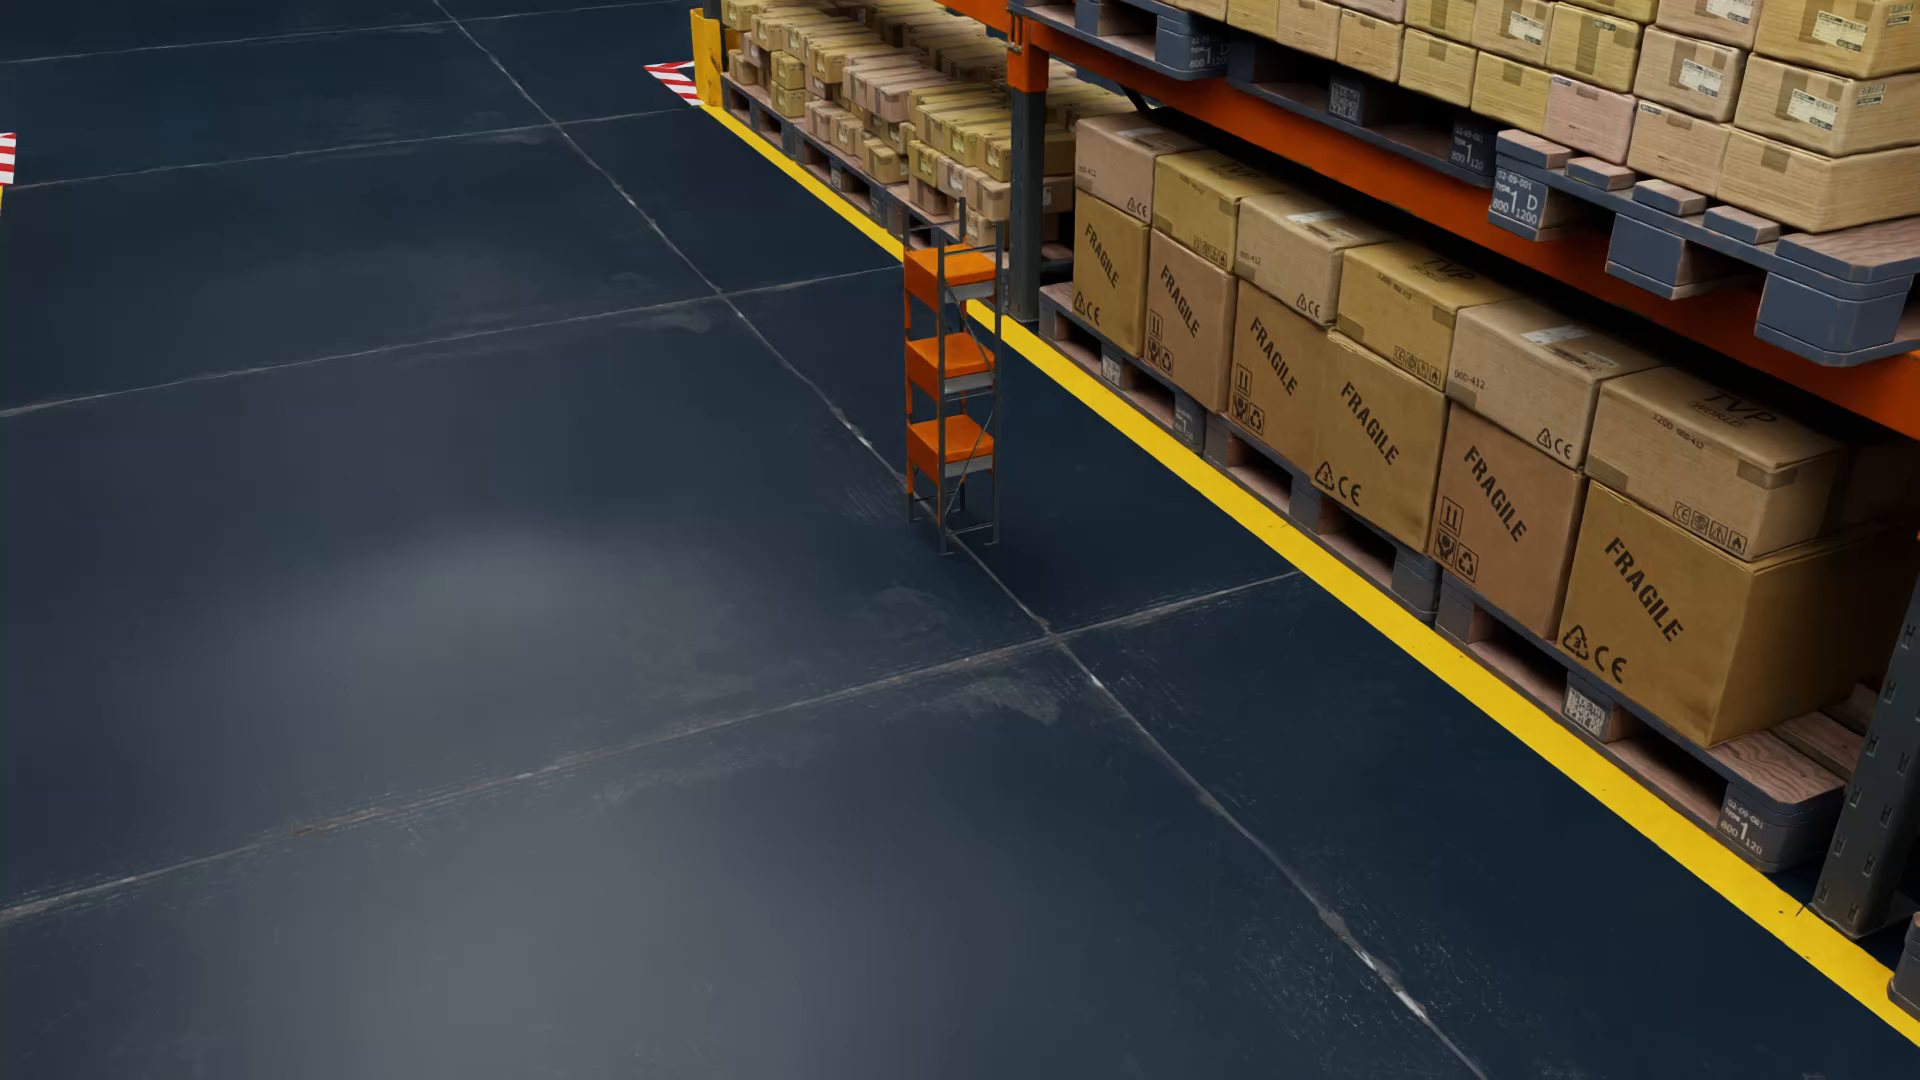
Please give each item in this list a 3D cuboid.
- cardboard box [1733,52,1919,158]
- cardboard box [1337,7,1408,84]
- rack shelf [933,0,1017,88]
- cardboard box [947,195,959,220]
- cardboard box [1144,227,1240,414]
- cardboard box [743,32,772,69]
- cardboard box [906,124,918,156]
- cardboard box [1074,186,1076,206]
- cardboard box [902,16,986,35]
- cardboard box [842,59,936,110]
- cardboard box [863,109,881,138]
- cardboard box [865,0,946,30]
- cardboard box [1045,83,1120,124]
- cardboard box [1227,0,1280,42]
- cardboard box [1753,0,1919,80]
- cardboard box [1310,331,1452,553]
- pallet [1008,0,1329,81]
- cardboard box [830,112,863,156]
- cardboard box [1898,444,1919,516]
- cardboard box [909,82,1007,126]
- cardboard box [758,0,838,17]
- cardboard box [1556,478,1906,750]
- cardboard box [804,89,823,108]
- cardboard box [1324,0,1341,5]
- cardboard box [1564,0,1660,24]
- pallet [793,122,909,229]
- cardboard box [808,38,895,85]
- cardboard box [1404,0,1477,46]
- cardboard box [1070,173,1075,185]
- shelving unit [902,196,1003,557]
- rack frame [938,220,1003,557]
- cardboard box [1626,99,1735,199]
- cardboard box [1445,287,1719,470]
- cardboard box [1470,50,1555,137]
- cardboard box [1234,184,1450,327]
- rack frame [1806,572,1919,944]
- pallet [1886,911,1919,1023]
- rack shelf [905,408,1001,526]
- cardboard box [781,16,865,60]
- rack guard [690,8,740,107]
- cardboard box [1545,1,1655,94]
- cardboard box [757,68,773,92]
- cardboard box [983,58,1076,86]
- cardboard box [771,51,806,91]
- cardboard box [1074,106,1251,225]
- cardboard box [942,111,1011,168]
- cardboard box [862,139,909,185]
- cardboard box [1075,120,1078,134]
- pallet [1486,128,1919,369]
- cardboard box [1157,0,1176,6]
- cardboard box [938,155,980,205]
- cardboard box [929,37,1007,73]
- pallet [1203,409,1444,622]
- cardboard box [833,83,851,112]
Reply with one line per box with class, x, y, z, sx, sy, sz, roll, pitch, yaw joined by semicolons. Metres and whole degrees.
cardboard box;1.770;-0.877;3.270;0.380;0.149;0.250;-12;32;-21
cardboard box;1.221;-1.314;4.353;0.380;0.149;0.250;-12;31;-20
rack shelf;-0.182;-2.888;8.068;1.077;0.370;4.000;-13;32;-22
cardboard box;0.164;-1.492;7.329;0.380;0.149;0.250;-12;32;-21
cardboard box;0.983;-0.795;5.728;0.500;0.500;0.500;-12;31;-20
cardboard box;-0.981;-2.736;9.244;0.380;0.149;0.250;-13;32;-22
cardboard box;-0.023;-1.823;7.615;0.380;0.149;0.250;-13;32;-22
cardboard box;0.696;-1.604;7.528;0.380;0.149;0.250;-12;31;-21
cardboard box;-0.083;-2.658;8.800;0.380;0.149;0.250;-12;31;-20
cardboard box;-0.338;-2.180;7.949;0.380;0.149;0.250;-14;32;-24
cardboard box;-0.247;-2.054;8.027;0.380;0.149;0.250;-15;32;-24
cardboard box;-0.303;-2.893;9.219;0.380;0.149;0.250;-14;32;-23
cardboard box;0.498;-1.948;7.535;0.380;0.149;0.250;-14;32;-23
cardboard box;0.996;-1.545;4.766;0.380;0.149;0.250;-14;32;-23
cardboard box;1.769;-1.004;3.193;0.380;0.149;0.250;-14;32;-24
cardboard box;1.414;-0.340;4.916;0.500;0.500;0.500;-15;32;-24
pallet;0.873;-1.866;5.707;1.003;0.211;1.213;-13;32;-22
cardboard box;-0.429;-2.045;8.316;0.380;0.149;0.250;-13;32;-22
cardboard box;2.316;-0.326;4.125;0.500;0.250;0.500;-15;32;-24
cardboard box;-0.011;-1.964;7.562;0.380;0.149;0.250;-12;31;-20
cardboard box;-0.896;-2.885;9.205;0.380;0.149;0.250;-12;32;-21
cardboard box;1.875;0.120;4.095;0.500;0.500;0.500;-13;32;-22
cardboard box;-0.600;-2.291;8.754;0.380;0.149;0.250;-13;32;-22
cardboard box;1.103;-1.560;4.489;0.380;0.149;0.250;-14;32;-23
cardboard box;1.551;-1.231;3.598;0.380;0.149;0.250;-12;31;-20
pallet;-0.172;-1.931;8.477;1.003;0.211;1.213;-13;32;-22
cardboard box;-0.540;-2.404;8.348;0.380;0.149;0.250;-13;32;-21
cardboard box;1.327;-1.331;4.081;0.380;0.149;0.250;-13;32;-22
cardboard box;0.620;-1.708;7.410;0.380;0.149;0.250;-13;32;-22
shelving unit;-0.023;-0.482;5.035;0.215;1.050;0.252;-13;32;-22
rack frame;0.029;-0.428;4.939;0.200;1.050;0.008;-13;32;-22
cardboard box;1.662;-0.856;3.537;0.380;0.149;0.250;-13;32;-22
cardboard box;1.637;-0.439;4.325;0.500;0.250;0.500;-13;32;-21
cardboard box;1.447;-1.080;3.937;0.380;0.149;0.250;-14;32;-23
cardboard box;1.201;-0.895;5.139;0.500;0.250;0.500;-12;31;-20
rack frame;2.394;-0.551;3.166;1.000;3.000;0.127;-13;32;-22
pallet;2.664;1.029;3.199;1.003;0.211;1.213;-13;32;-22
rack shelf;-0.023;-0.230;5.176;0.215;0.259;0.240;-13;32;-22
cardboard box;-0.722;-2.654;8.794;0.380;0.149;0.250;-15;32;-24
rack guard;-1.008;-2.961;10.019;1.175;0.500;0.348;-13;32;-22
cardboard box;1.539;-1.110;3.686;0.380;0.149;0.250;-12;32;-21
cardboard box;-0.919;-2.628;9.354;0.380;0.149;0.250;-13;32;-22
cardboard box;0.330;-2.188;7.963;0.380;0.149;0.250;-12;32;-21
cardboard box;-0.784;-2.511;8.842;0.380;0.149;0.250;-12;31;-20
cardboard box;0.755;-1.356;5.961;0.500;0.250;0.500;-15;32;-24
cardboard box;0.143;-1.724;7.135;0.380;0.149;0.250;-13;32;-21
cardboard box;-0.244;-1.817;7.908;0.380;0.149;0.250;-13;32;-22
cardboard box;0.716;-1.713;7.115;0.380;0.149;0.250;-12;31;-20
pallet;1.991;-0.760;3.734;1.213;0.211;1.003;-13;32;-22
cardboard box;0.765;-1.777;5.180;0.380;0.149;0.250;-13;32;-21
cardboard box;0.127;-1.577;7.176;0.380;0.149;0.250;-15;32;-24
cardboard box;0.068;-2.409;8.356;0.380;0.149;0.250;-13;32;-22
pallet;1.540;-0.218;5.424;1.003;0.211;1.213;-13;32;-22
cardboard box;-0.430;-2.302;8.470;0.380;0.149;0.250;-11;31;-19
